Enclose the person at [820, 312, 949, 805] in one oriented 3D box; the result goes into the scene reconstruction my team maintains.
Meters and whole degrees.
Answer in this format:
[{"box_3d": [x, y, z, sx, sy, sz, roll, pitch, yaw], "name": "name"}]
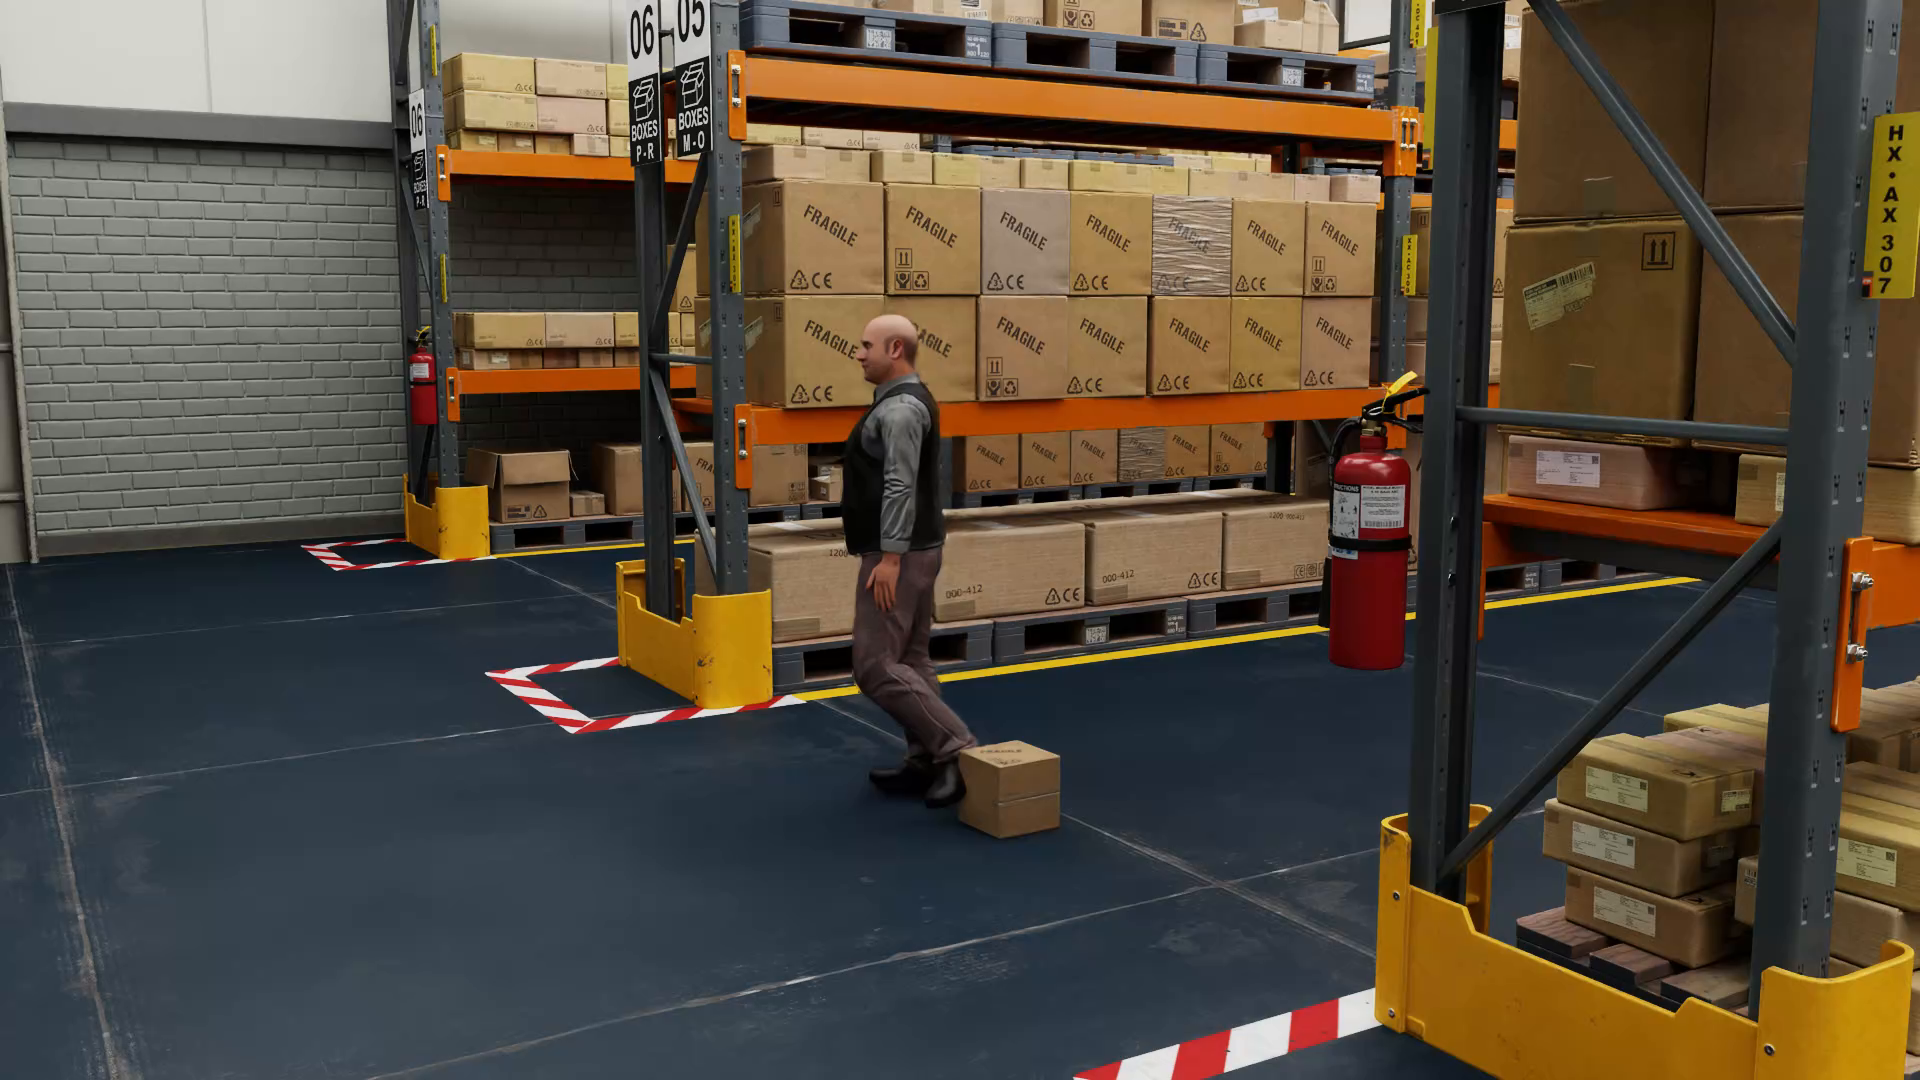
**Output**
[{"box_3d": [-0.241, 0.052, 5.894, 0.452, 1.708, 0.627, 1, 8, 10], "name": "person"}]
